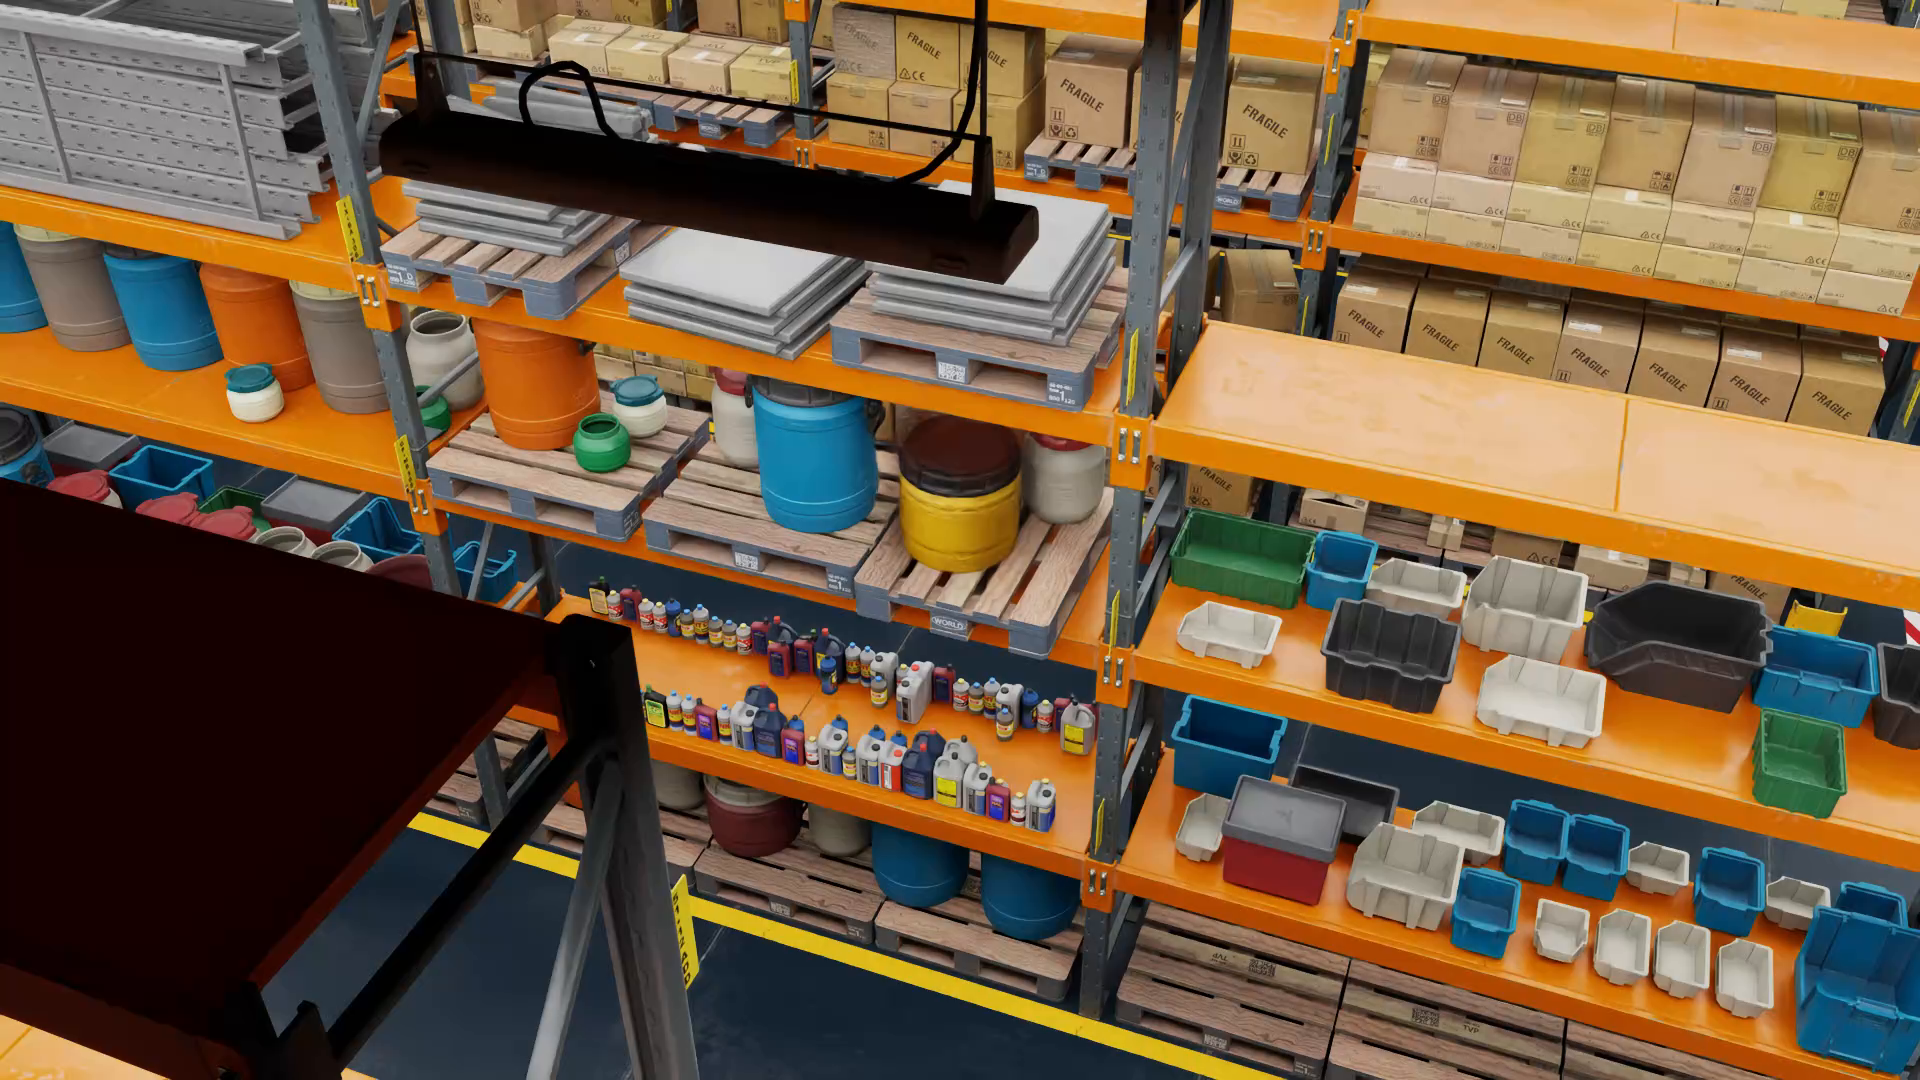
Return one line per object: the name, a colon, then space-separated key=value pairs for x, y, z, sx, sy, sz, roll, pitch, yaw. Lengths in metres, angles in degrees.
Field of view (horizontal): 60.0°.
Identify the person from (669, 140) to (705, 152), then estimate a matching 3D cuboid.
person: x=-2.568 y=-3.347 z=16.477 sx=0.659 sy=1.742 sz=0.626 roll=4 pitch=37 yaw=6
